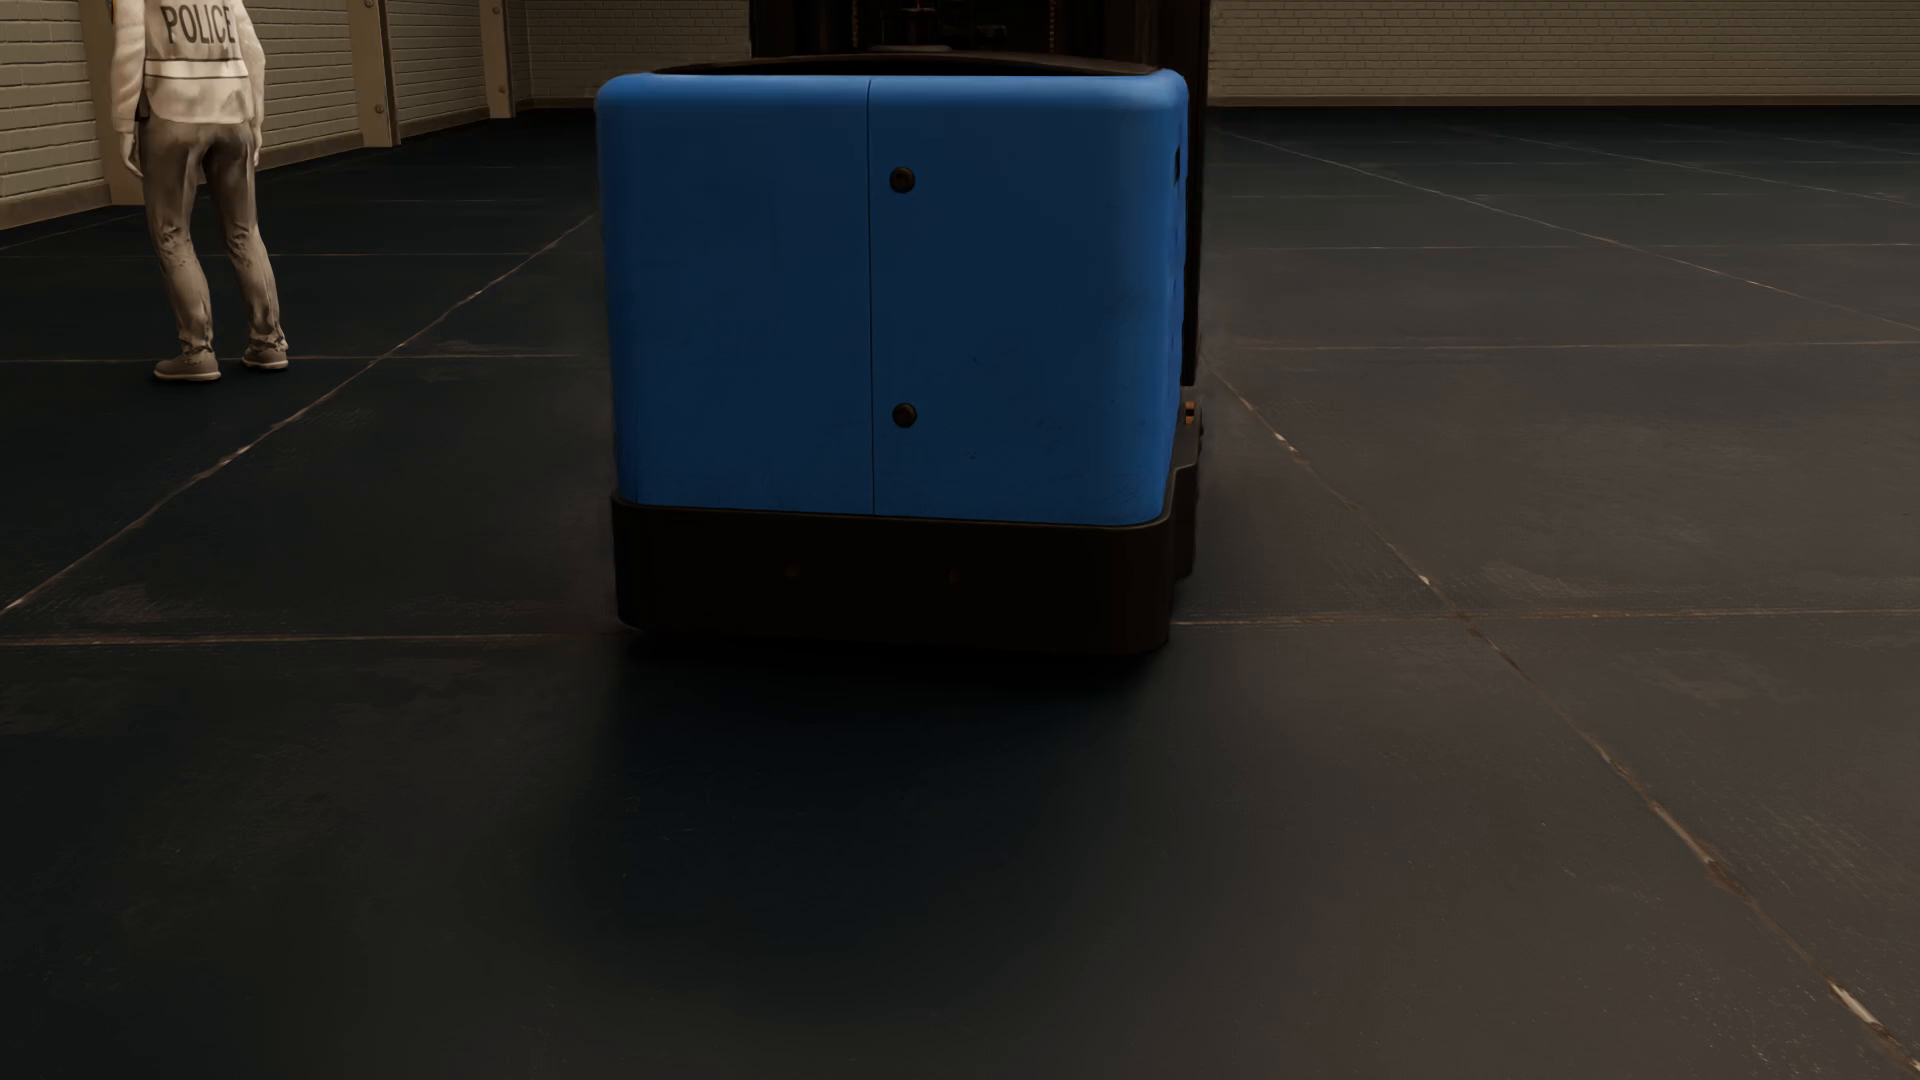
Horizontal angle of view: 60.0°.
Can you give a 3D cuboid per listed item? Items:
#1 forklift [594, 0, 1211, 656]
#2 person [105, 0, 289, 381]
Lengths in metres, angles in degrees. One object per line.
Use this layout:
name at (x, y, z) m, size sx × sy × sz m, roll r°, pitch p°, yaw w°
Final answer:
forklift at (0.082, -1.581, 4.075) m, size 1.130 × 2.935 × 3.031 m, roll 3°, pitch 17°, yaw 9°
person at (-2.568, -1.368, 5.554) m, size 0.374 × 1.663 × 0.529 m, roll 12°, pitch 21°, yaw 35°
